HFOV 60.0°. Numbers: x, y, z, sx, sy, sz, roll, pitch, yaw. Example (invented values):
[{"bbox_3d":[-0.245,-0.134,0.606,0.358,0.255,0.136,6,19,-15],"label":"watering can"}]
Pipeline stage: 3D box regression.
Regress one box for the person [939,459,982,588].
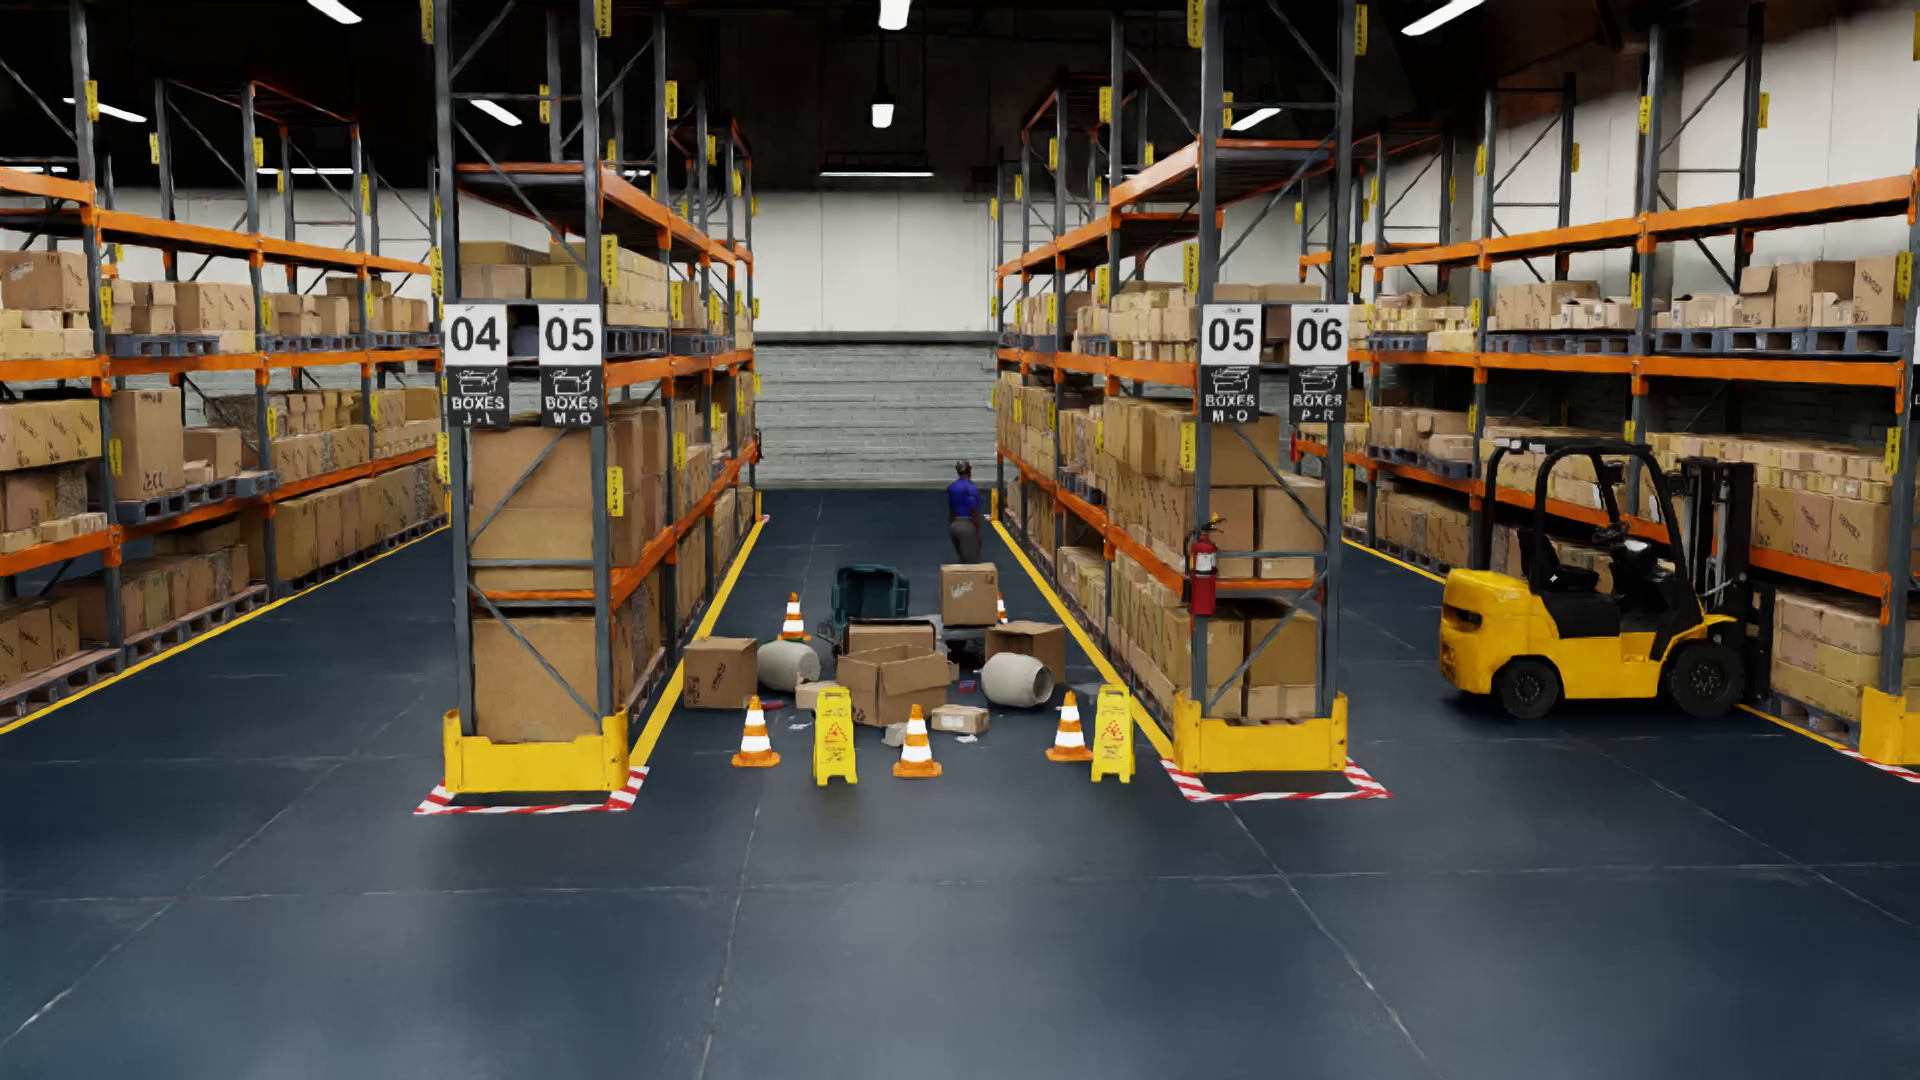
[{"bbox_3d":[0.028,-0.069,18.273,0.477,1.639,0.561,-5,9,-36],"label":"person"}]
